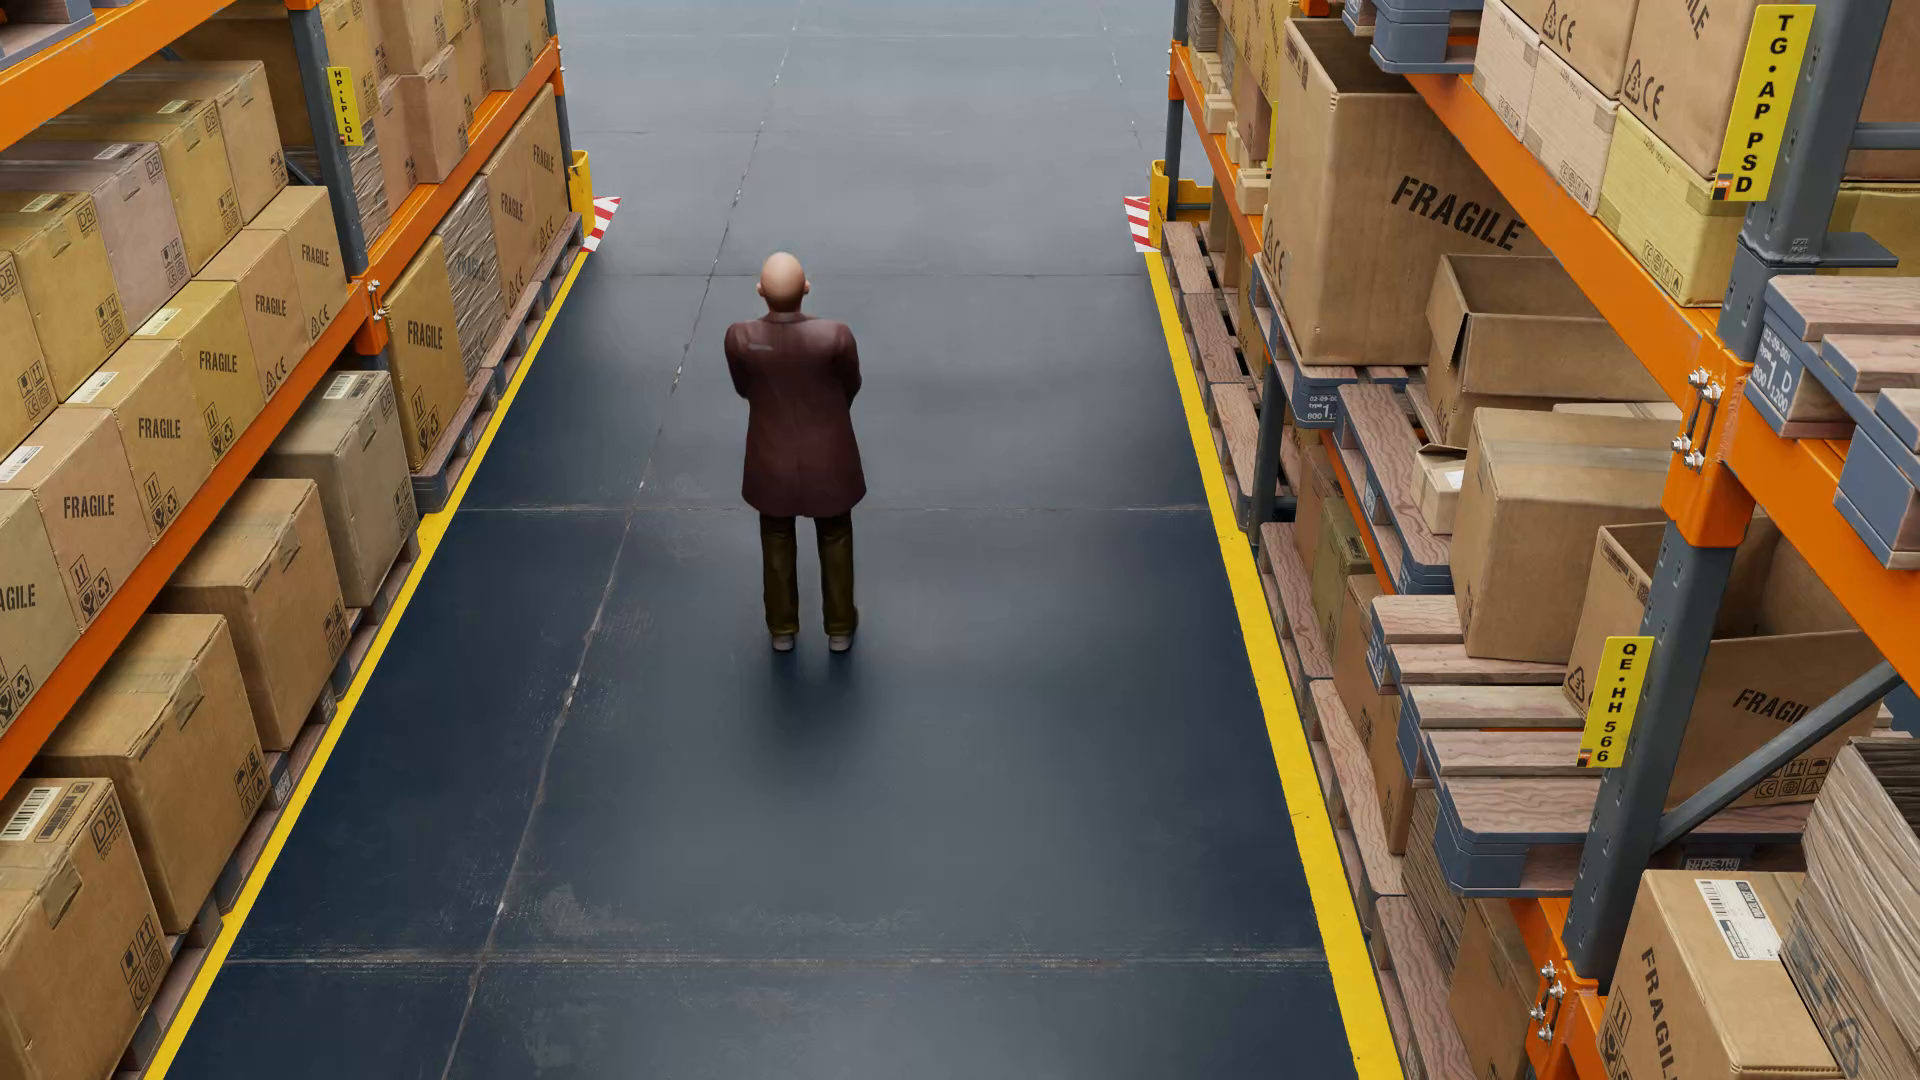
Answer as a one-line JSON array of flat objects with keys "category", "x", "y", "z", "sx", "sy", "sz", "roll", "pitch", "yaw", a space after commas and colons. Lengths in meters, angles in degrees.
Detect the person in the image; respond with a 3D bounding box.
[{"category": "person", "x": -0.650, "y": -0.400, "z": 6.816, "sx": 0.530, "sy": 1.769, "sz": 0.563, "roll": 0, "pitch": 31, "yaw": 0}]
